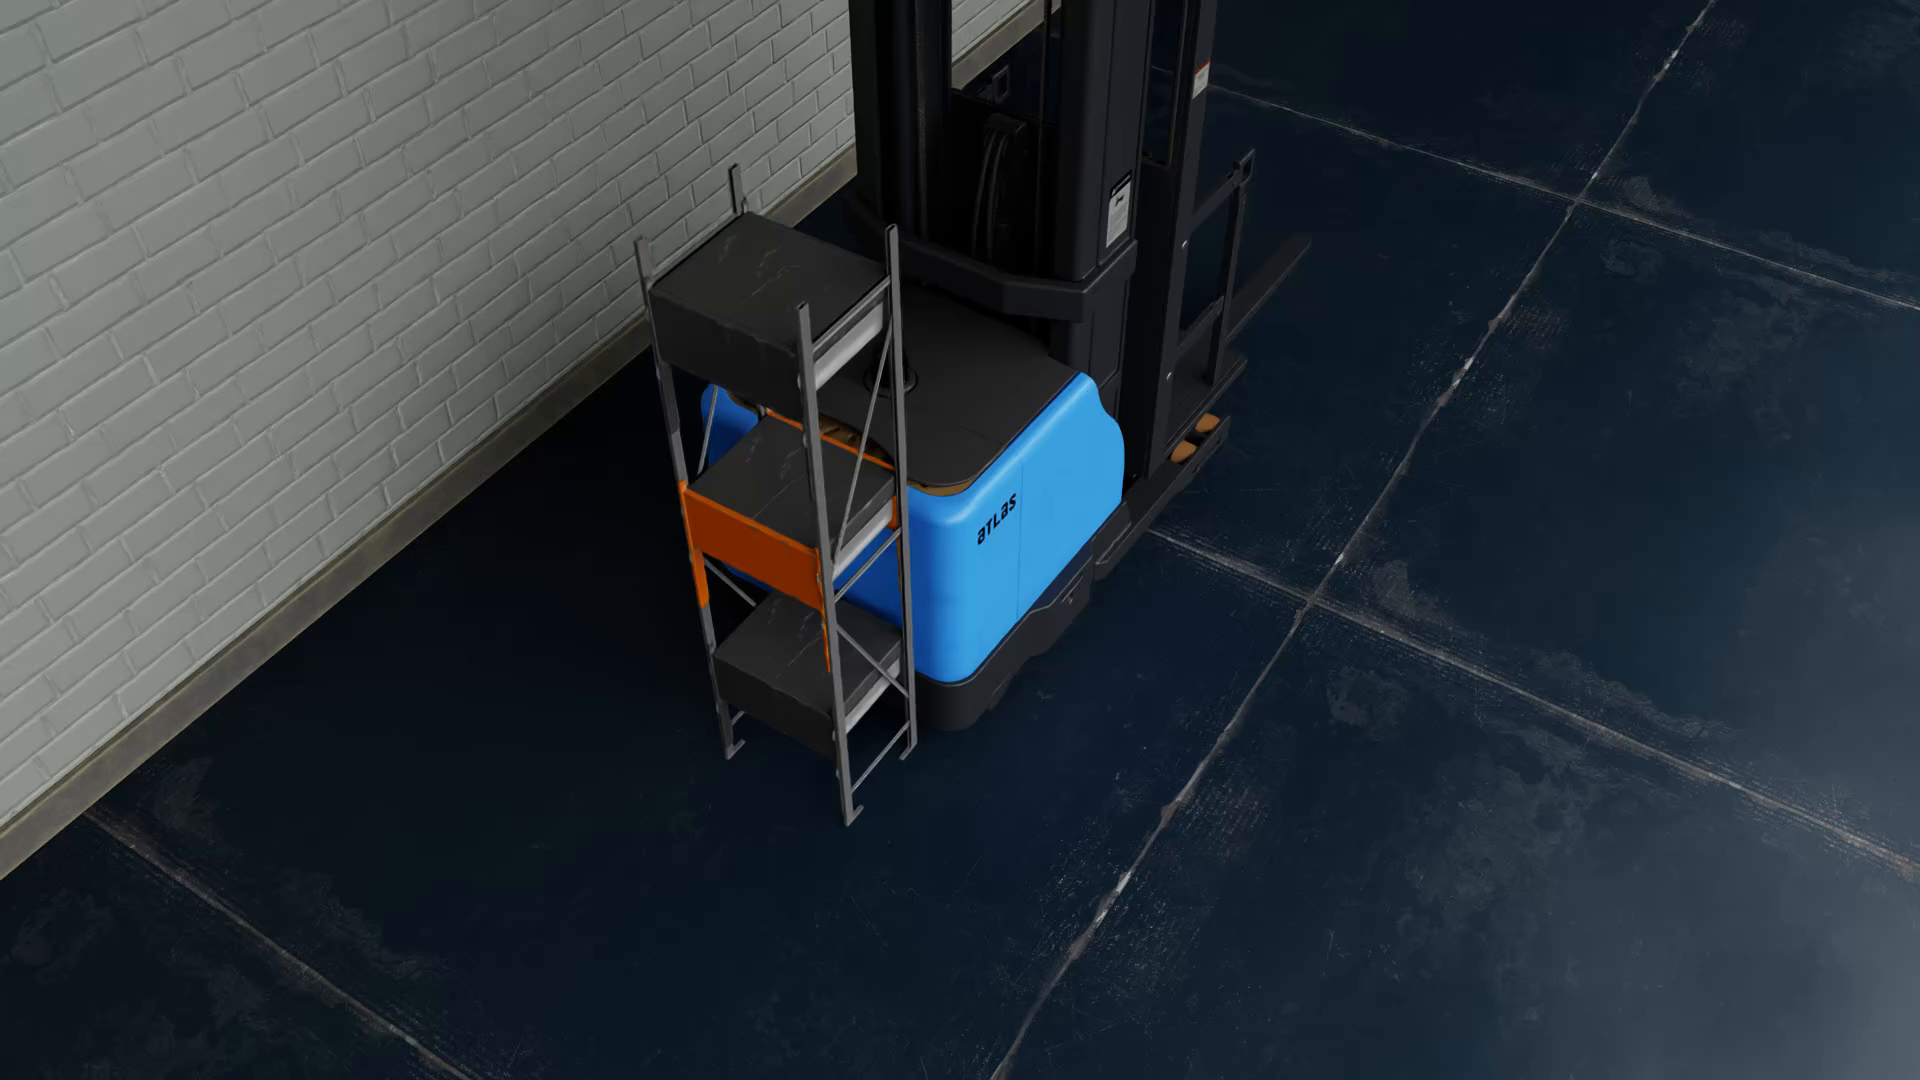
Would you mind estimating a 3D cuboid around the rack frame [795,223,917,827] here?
[{"bbox_3d":[-0.263,0.074,4.711,0.015,2.100,0.400,25,51,22],"label":"rack frame"}]

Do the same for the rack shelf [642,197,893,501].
[{"bbox_3d":[-0.471,-0.496,4.309,0.480,0.518,0.431,25,51,22],"label":"rack shelf"}]

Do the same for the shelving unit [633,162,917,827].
[{"bbox_3d":[-0.468,-0.021,4.804,0.503,2.100,0.431,25,51,22],"label":"shelving unit"}]

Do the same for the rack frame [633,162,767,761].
[{"bbox_3d":[-0.672,-0.116,4.896,0.015,2.100,0.400,25,51,22],"label":"rack frame"}]

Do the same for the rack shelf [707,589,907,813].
[{"bbox_3d":[-0.465,0.473,5.319,0.480,0.518,0.431,25,51,22],"label":"rack shelf"}]

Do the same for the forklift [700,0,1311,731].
[{"bbox_3d":[0.405,-1.415,5.581,1.130,2.935,3.031,26,51,23],"label":"forklift"}]

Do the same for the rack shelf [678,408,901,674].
[{"bbox_3d":[-0.468,-0.012,4.814,0.480,0.518,0.431,25,51,22],"label":"rack shelf"}]
